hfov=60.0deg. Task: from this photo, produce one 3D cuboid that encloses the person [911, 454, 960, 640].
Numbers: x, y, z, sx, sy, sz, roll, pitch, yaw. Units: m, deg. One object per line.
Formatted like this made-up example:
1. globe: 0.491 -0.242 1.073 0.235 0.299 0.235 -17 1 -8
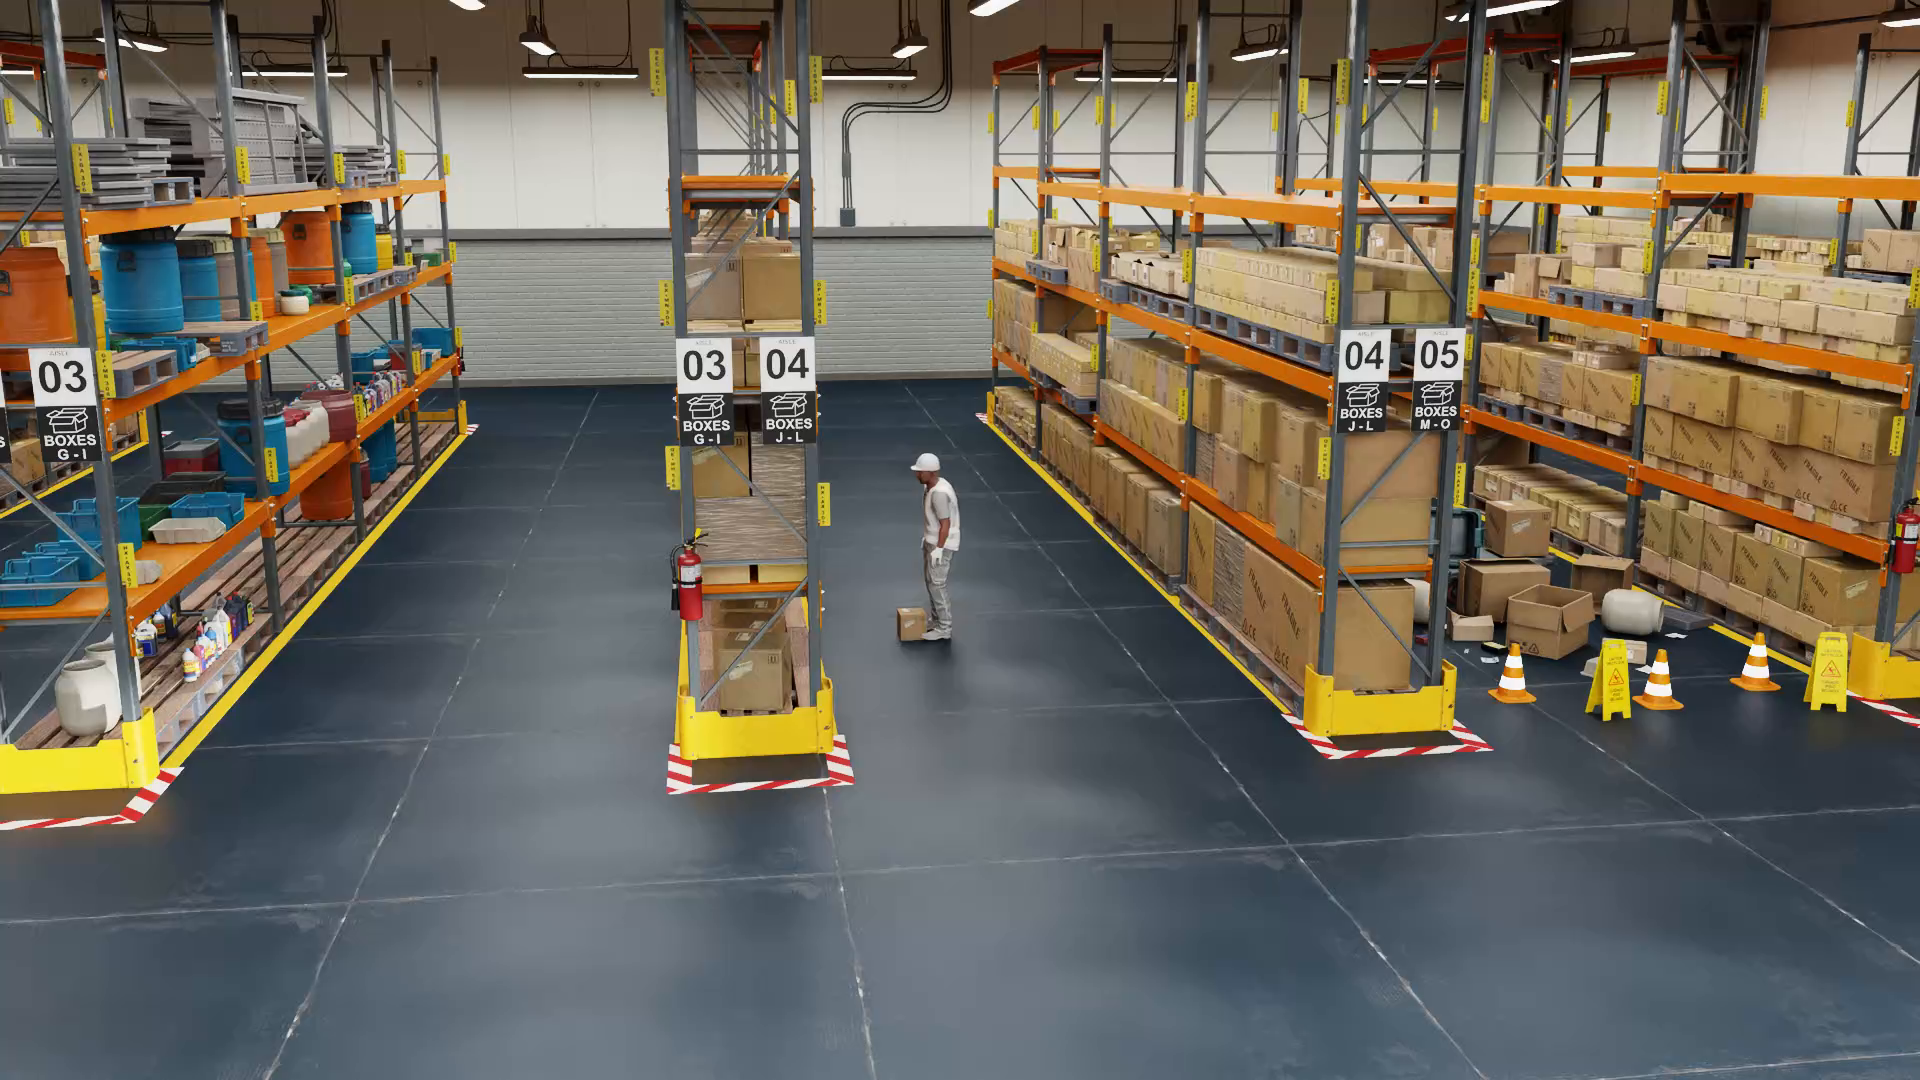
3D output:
1. person: -0.238 0.051 15.739 0.453 1.774 0.622 -2 13 -9
